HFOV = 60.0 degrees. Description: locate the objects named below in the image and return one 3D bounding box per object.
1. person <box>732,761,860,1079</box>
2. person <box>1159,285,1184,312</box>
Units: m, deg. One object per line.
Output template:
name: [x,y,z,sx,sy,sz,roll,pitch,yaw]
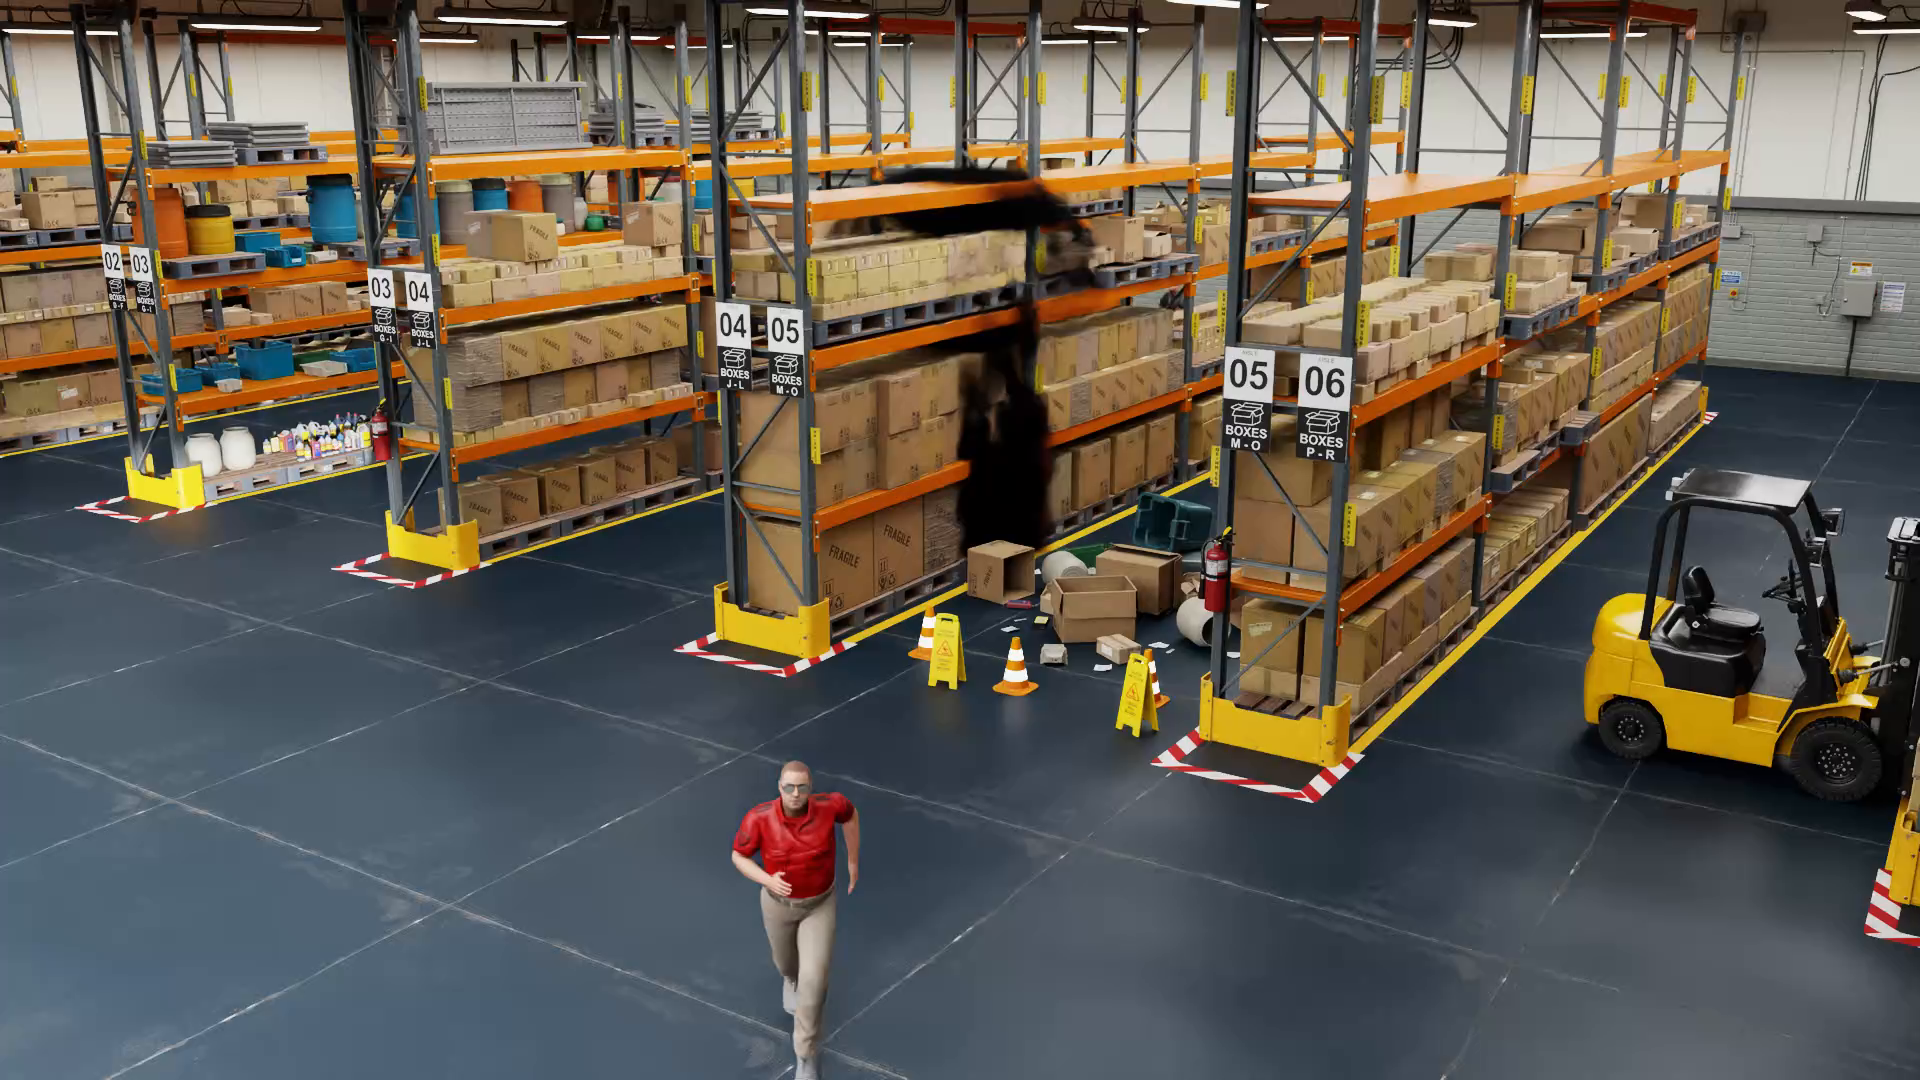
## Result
person: [-0.871,1.974,8.956,0.687,1.766,0.995,-2,16,-7]
person: [3.802,-3.762,29.615,0.656,1.761,0.729,6,17,21]
